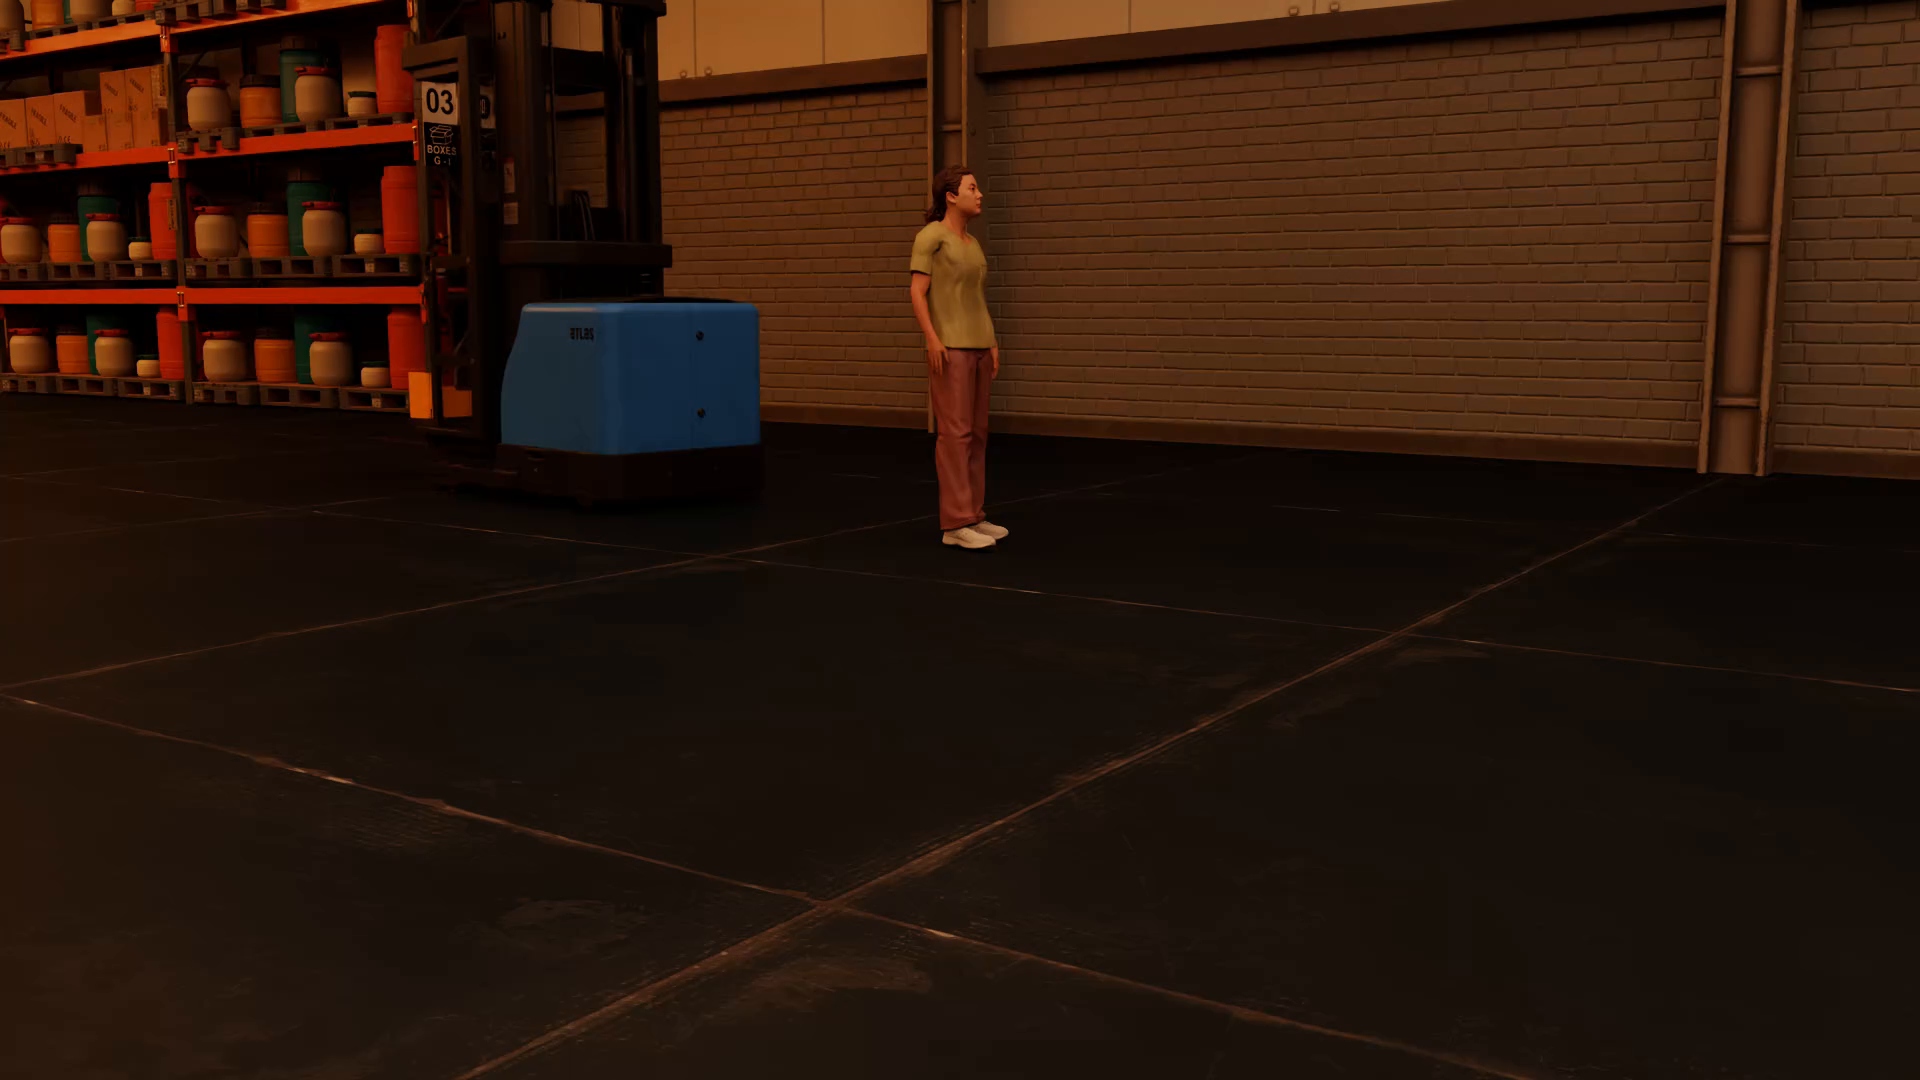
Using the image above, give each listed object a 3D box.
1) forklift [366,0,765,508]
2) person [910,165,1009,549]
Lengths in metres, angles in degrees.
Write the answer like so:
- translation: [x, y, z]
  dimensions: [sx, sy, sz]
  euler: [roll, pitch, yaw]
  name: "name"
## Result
- translation: [-2.479, -1.768, 9.629]
  dimensions: [3.031, 2.935, 1.130]
  euler: [8, 11, 44]
  name: "forklift"
- translation: [0.055, -0.830, 7.434]
  dimensions: [0.548, 1.673, 0.553]
  euler: [5, 10, 34]
  name: "person"
